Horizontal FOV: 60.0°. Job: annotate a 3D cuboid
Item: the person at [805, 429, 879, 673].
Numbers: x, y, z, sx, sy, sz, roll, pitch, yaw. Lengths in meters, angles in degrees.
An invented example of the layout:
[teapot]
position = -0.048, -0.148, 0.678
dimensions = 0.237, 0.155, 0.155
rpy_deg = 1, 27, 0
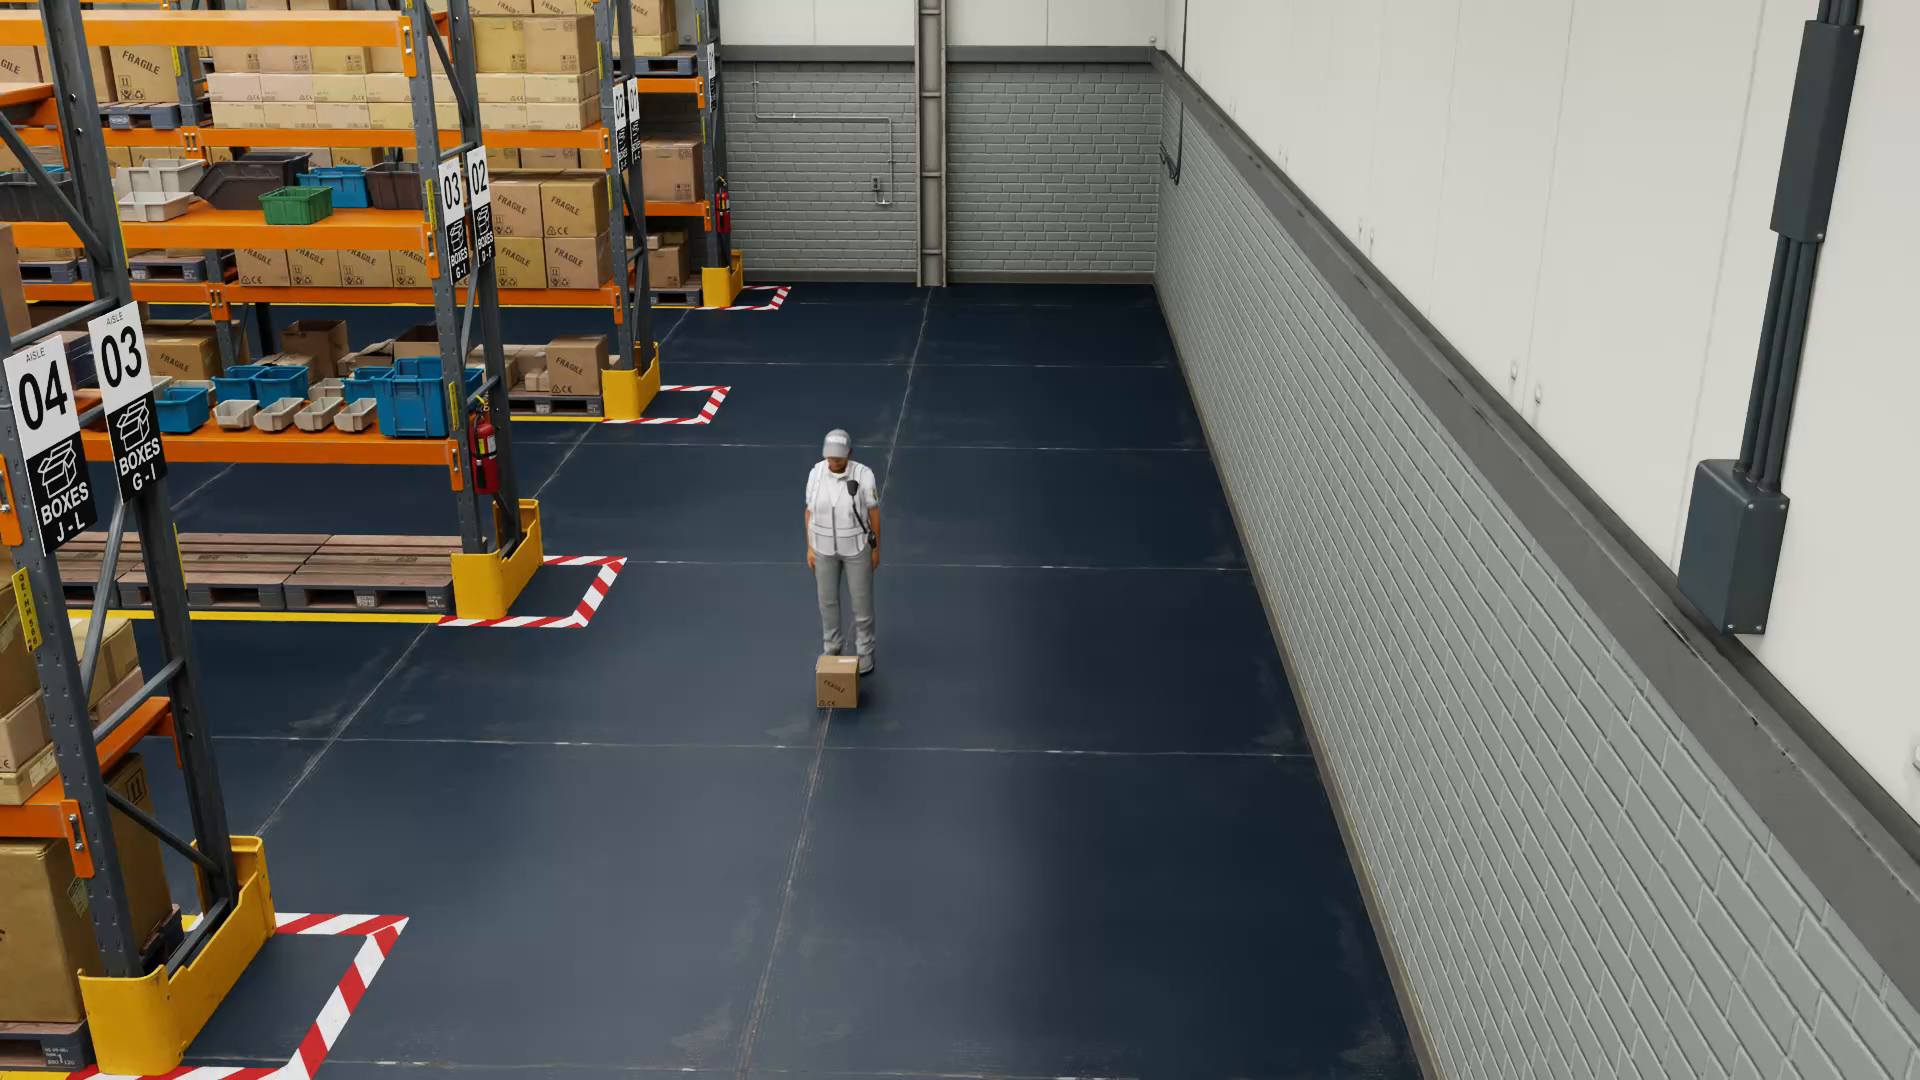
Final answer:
[person]
position = -0.773, 0.066, 10.862
dimensions = 0.495, 1.668, 0.414
rpy_deg = 3, 21, 8
